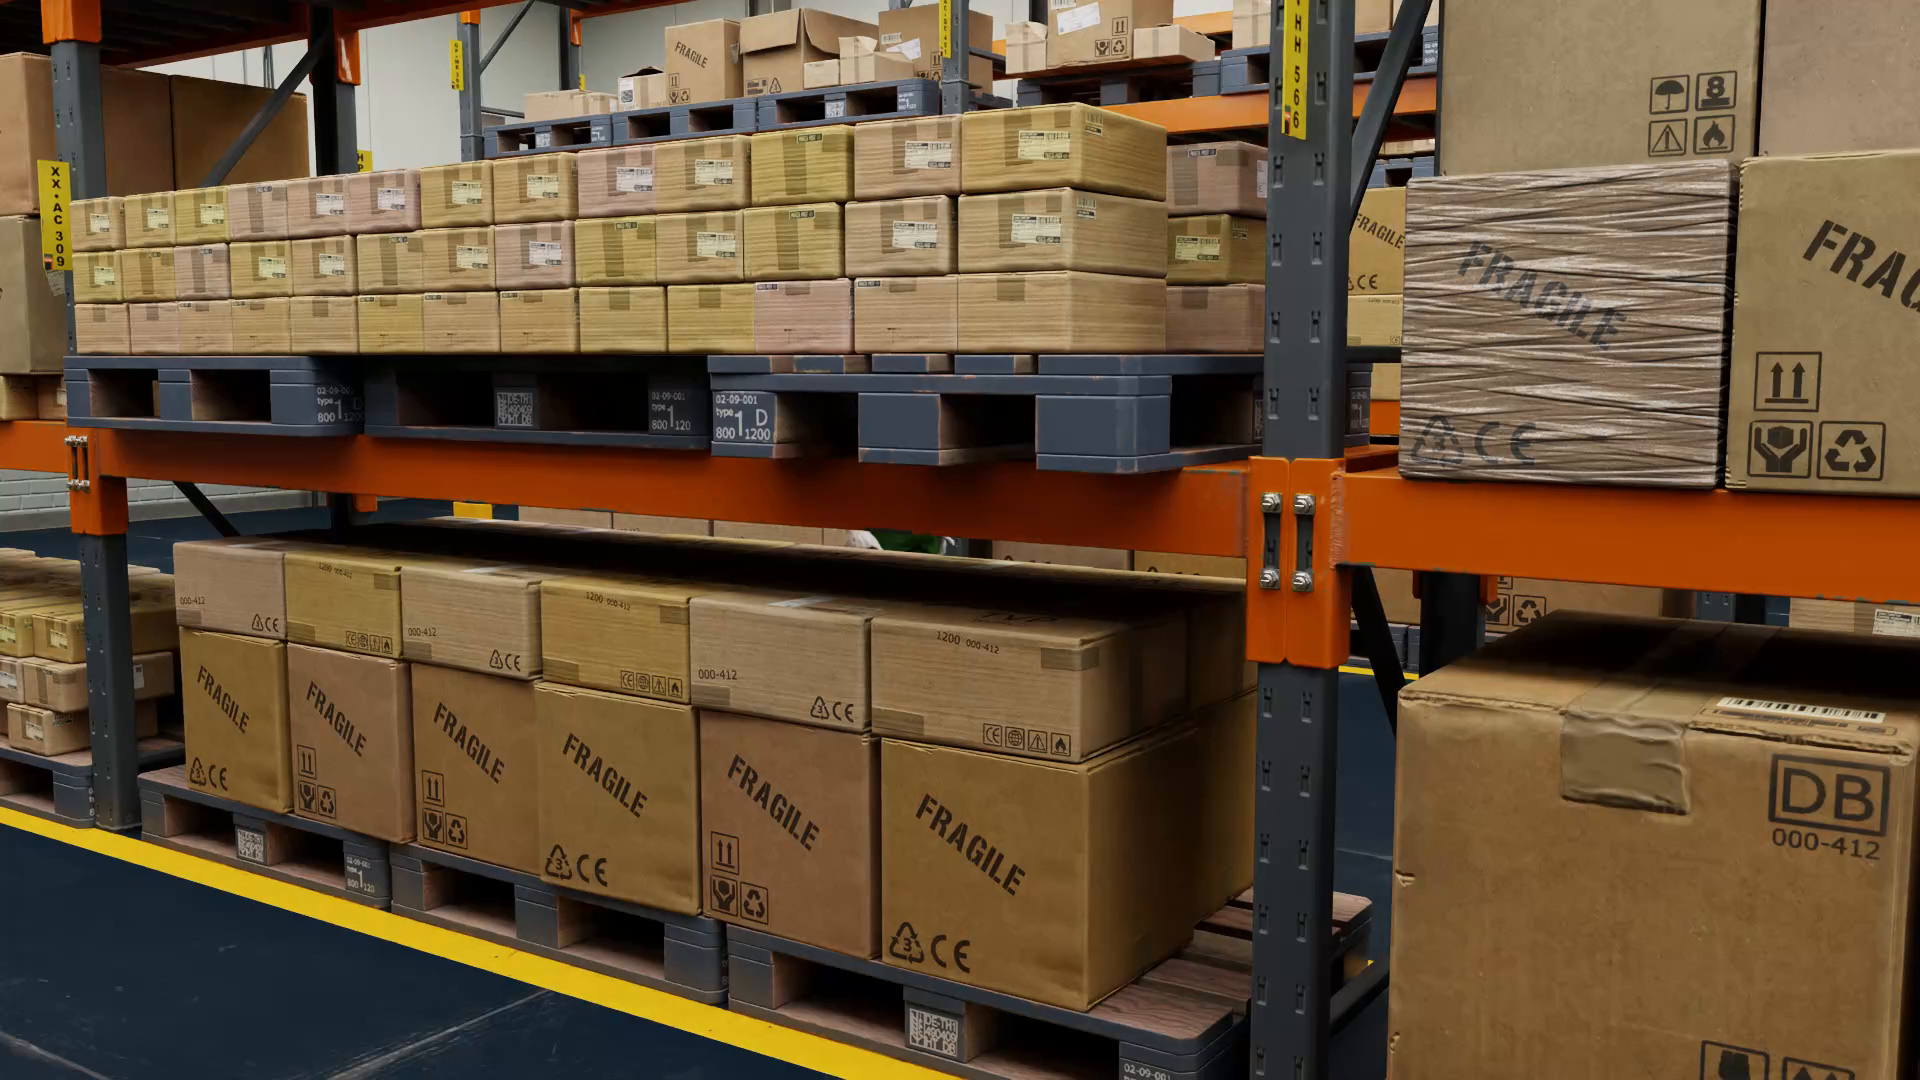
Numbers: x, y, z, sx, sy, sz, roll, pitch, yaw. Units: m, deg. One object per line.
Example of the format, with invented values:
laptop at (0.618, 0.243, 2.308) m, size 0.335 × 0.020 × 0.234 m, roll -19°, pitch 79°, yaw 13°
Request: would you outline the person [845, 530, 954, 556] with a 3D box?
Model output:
person at (-0.243, -0.039, 5.960) m, size 0.339 × 1.789 × 0.522 m, roll 4°, pitch 8°, yaw 35°
